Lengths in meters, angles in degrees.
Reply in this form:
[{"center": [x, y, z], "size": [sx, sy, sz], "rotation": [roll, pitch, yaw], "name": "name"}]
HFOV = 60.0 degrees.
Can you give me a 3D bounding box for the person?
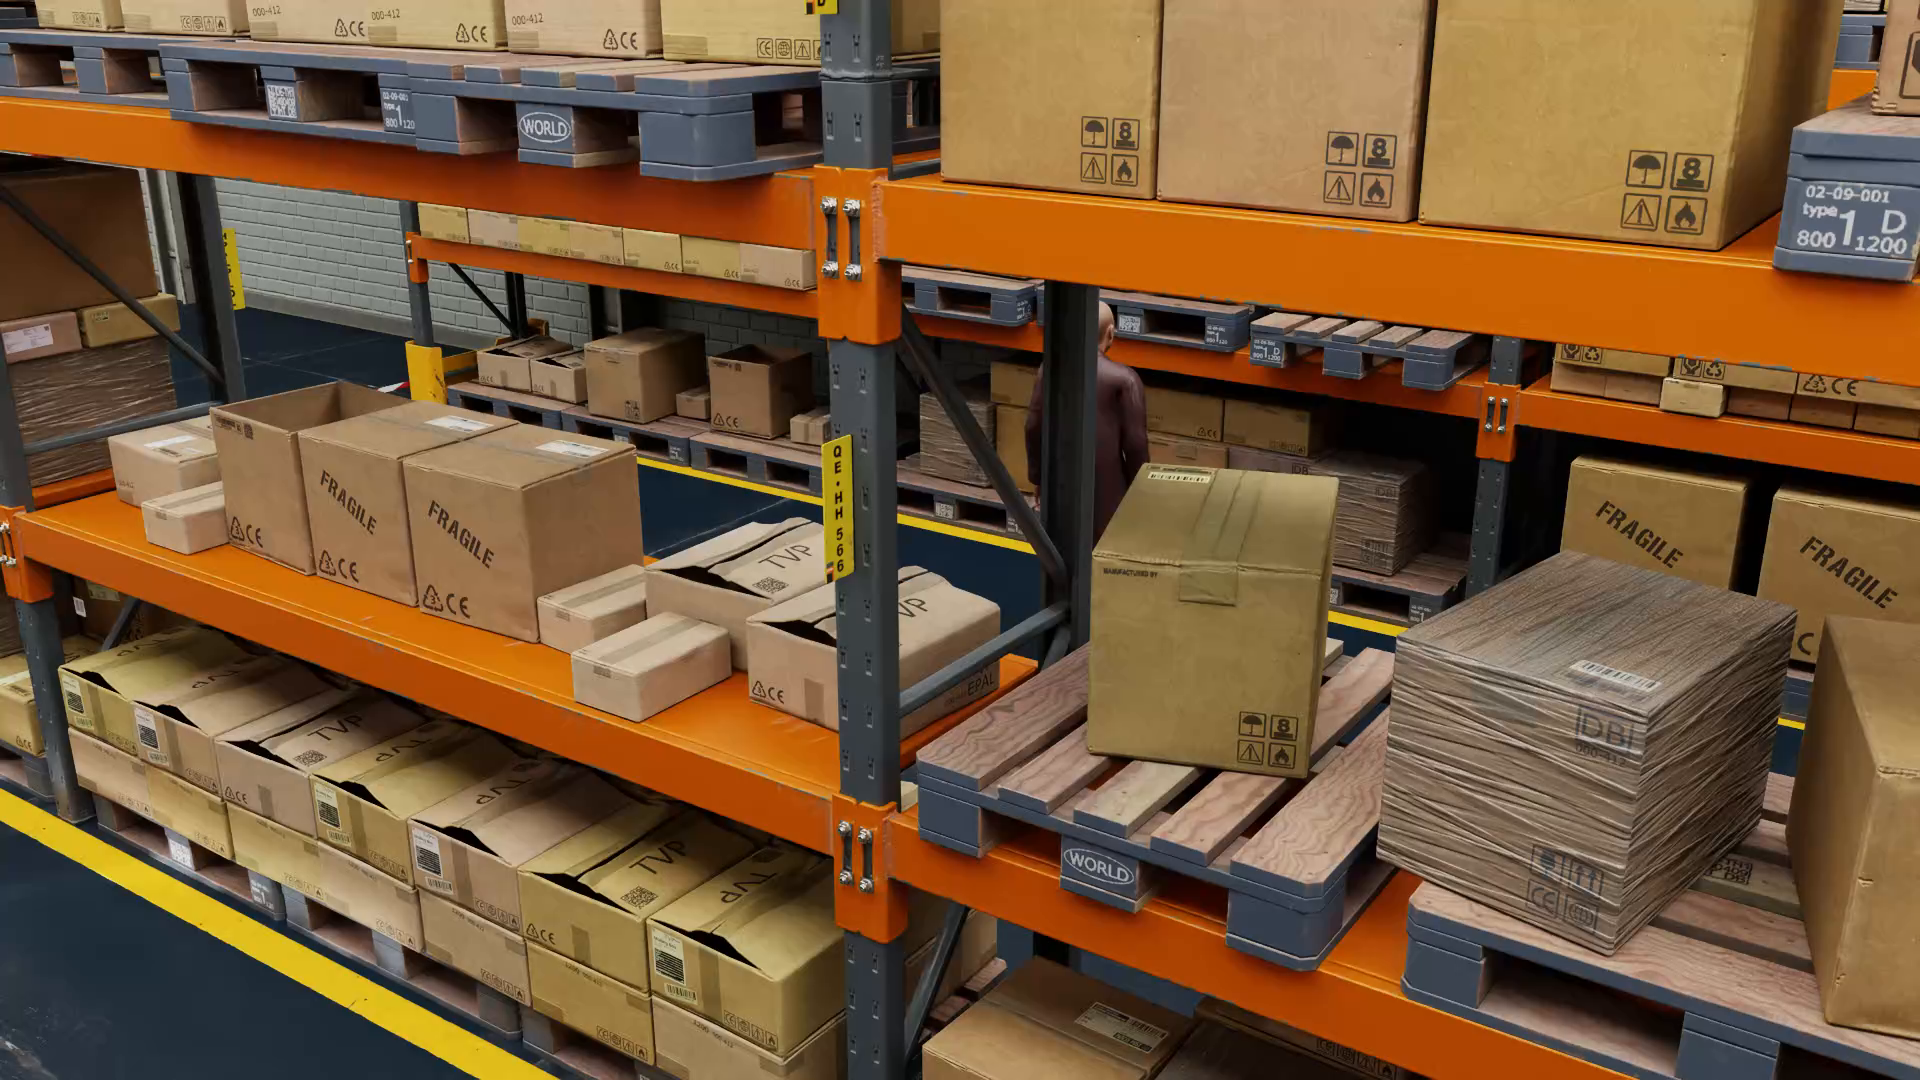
[{"center": [0.602, -0.225, 7.727], "size": [0.655, 1.774, 0.419], "rotation": [12, 23, 30], "name": "person"}]
